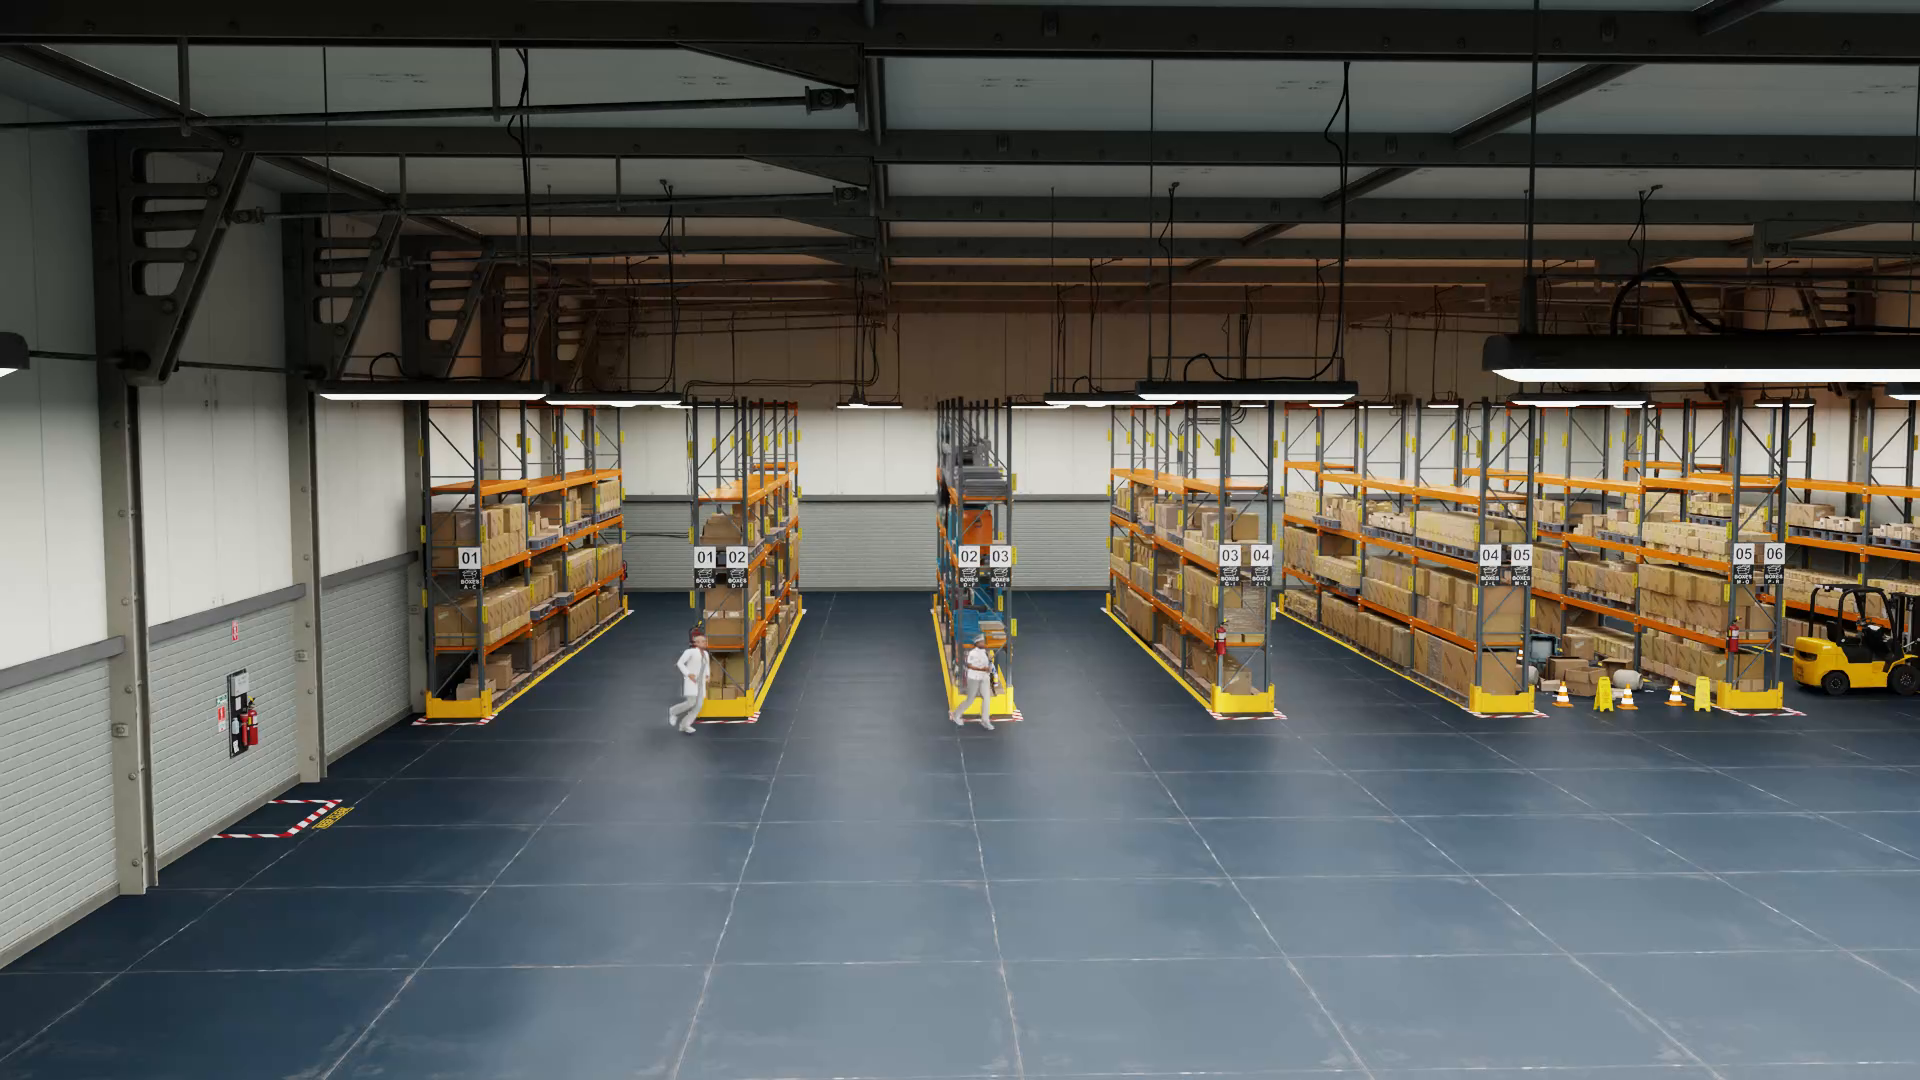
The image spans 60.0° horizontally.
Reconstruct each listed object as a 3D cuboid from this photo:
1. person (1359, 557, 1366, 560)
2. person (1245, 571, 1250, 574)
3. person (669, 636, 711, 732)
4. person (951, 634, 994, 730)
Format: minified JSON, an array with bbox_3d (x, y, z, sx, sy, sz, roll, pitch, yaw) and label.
[{"bbox_3d":[11.653,1.044,49.085,0.903,1.736,0.730,0,4,2],"label":"person"},{"bbox_3d":[8.037,1.230,48.131,0.777,1.547,0.556,2,5,28],"label":"person"},{"bbox_3d":[-4.812,2.570,29.971,0.655,1.687,0.749,4,6,40],"label":"person"},{"bbox_3d":[0.302,2.544,30.124,0.874,1.698,0.591,3,5,34],"label":"person"}]
